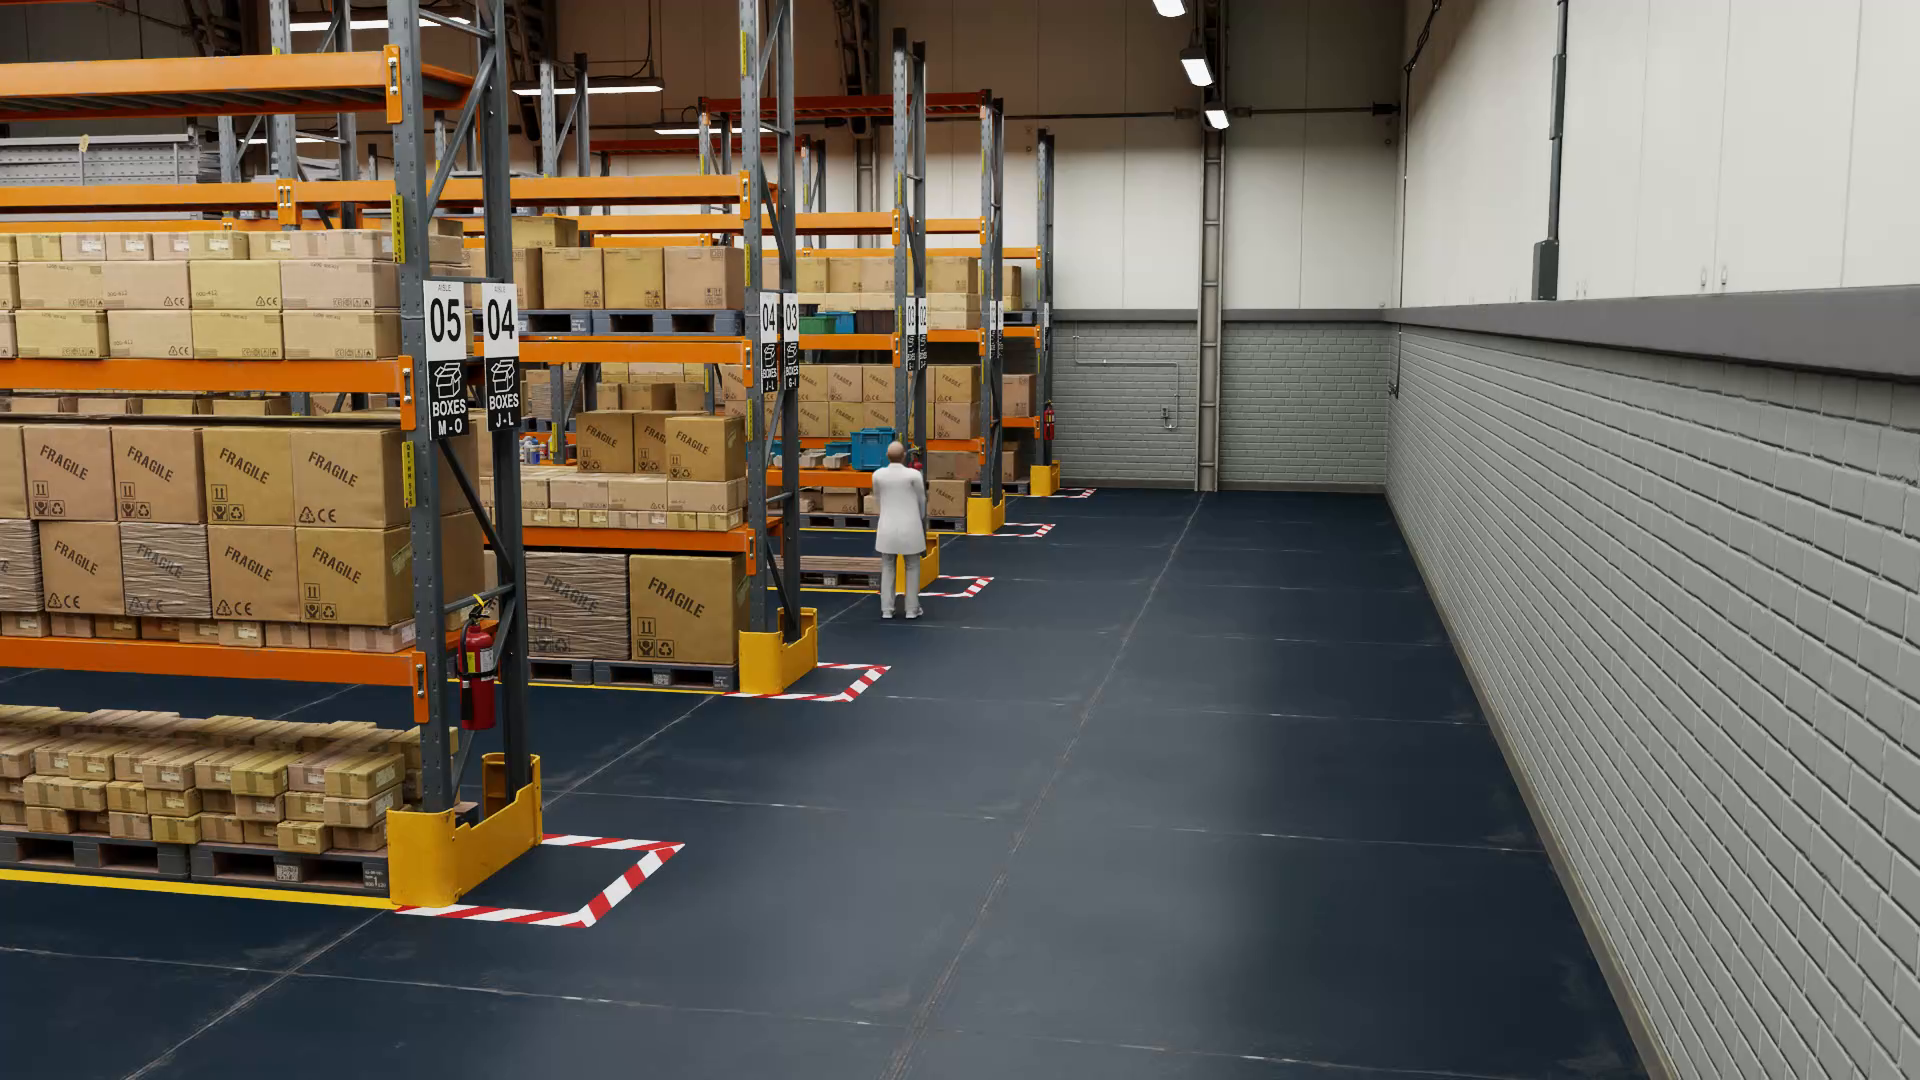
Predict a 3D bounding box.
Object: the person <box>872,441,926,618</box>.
[{"bbox_3d":[-0.585,-0.115,16.704,0.533,1.774,0.554,2,8,11],"label":"person"}]
